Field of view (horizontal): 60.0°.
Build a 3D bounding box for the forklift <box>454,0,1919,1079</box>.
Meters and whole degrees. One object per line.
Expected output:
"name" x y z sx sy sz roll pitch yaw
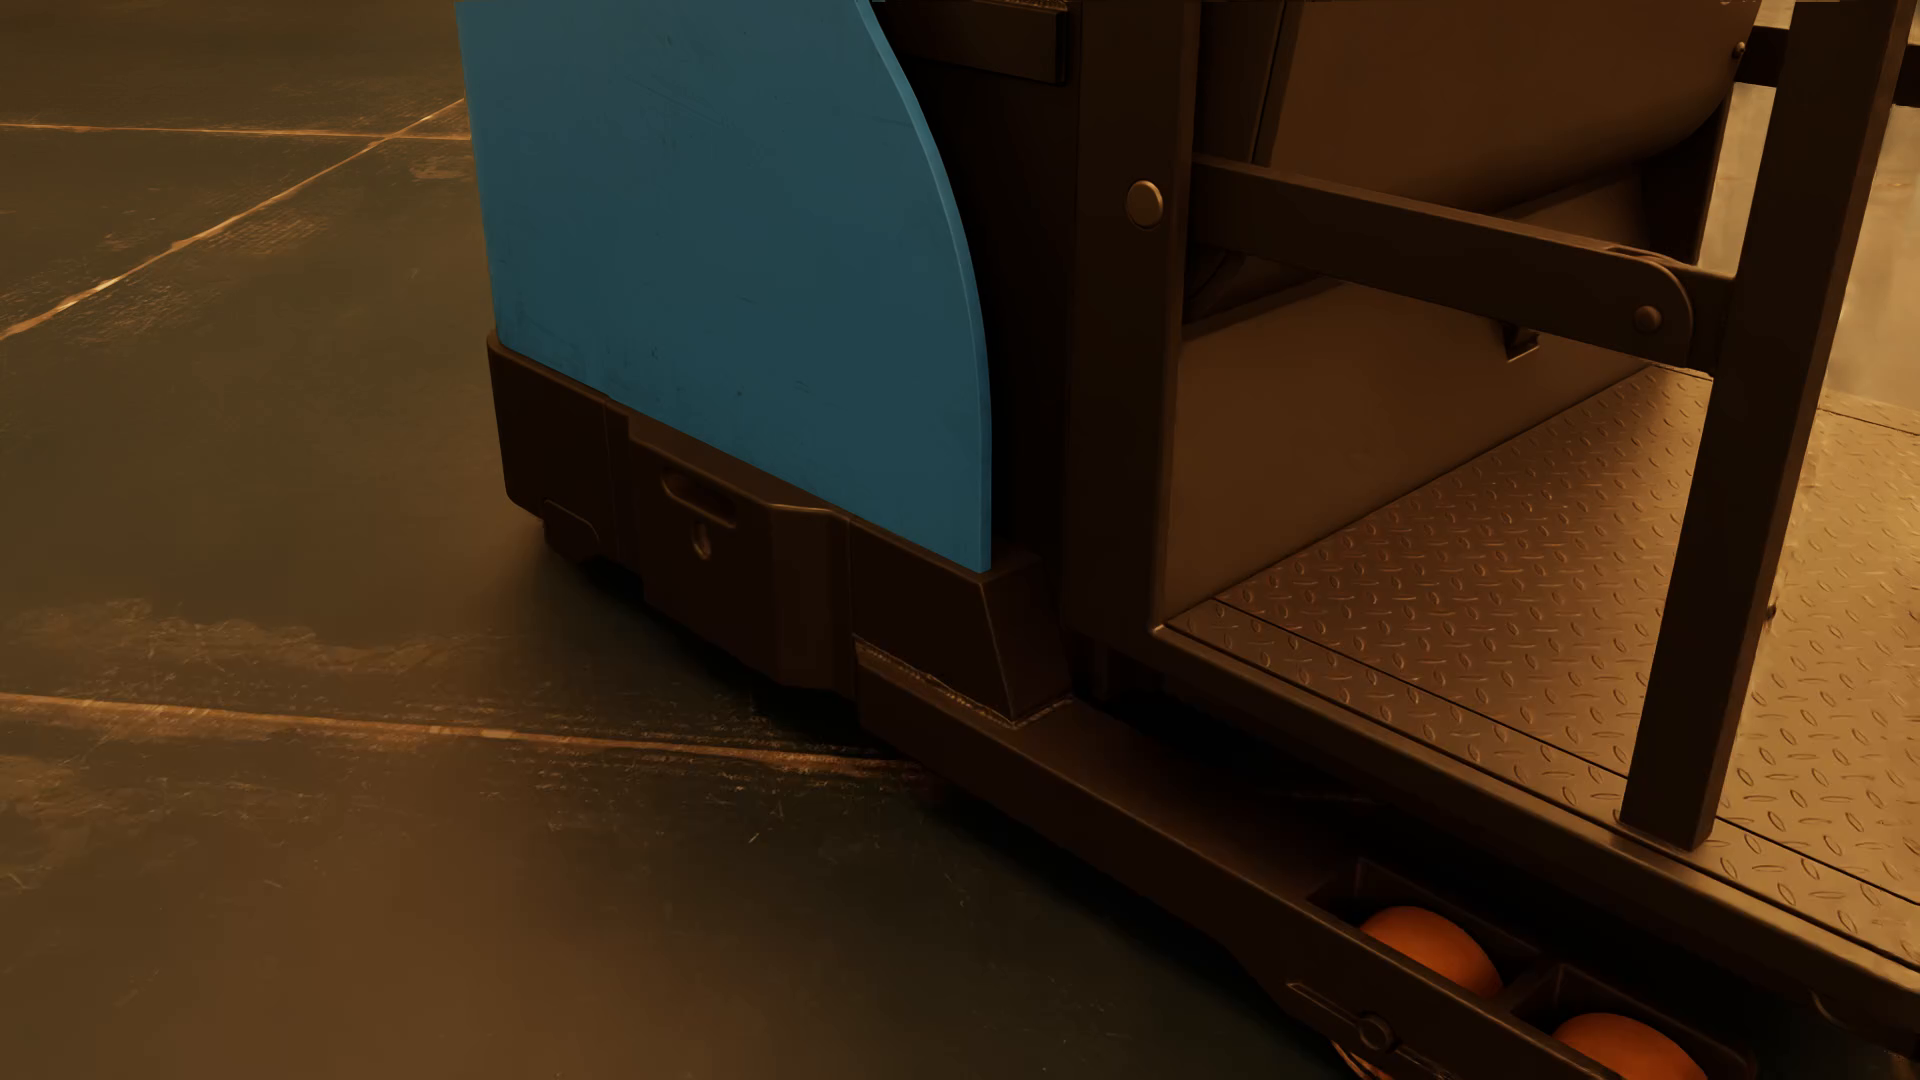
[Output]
"forklift" 0.703 -1.009 1.239 1.130 2.935 3.031 -23 35 -38
